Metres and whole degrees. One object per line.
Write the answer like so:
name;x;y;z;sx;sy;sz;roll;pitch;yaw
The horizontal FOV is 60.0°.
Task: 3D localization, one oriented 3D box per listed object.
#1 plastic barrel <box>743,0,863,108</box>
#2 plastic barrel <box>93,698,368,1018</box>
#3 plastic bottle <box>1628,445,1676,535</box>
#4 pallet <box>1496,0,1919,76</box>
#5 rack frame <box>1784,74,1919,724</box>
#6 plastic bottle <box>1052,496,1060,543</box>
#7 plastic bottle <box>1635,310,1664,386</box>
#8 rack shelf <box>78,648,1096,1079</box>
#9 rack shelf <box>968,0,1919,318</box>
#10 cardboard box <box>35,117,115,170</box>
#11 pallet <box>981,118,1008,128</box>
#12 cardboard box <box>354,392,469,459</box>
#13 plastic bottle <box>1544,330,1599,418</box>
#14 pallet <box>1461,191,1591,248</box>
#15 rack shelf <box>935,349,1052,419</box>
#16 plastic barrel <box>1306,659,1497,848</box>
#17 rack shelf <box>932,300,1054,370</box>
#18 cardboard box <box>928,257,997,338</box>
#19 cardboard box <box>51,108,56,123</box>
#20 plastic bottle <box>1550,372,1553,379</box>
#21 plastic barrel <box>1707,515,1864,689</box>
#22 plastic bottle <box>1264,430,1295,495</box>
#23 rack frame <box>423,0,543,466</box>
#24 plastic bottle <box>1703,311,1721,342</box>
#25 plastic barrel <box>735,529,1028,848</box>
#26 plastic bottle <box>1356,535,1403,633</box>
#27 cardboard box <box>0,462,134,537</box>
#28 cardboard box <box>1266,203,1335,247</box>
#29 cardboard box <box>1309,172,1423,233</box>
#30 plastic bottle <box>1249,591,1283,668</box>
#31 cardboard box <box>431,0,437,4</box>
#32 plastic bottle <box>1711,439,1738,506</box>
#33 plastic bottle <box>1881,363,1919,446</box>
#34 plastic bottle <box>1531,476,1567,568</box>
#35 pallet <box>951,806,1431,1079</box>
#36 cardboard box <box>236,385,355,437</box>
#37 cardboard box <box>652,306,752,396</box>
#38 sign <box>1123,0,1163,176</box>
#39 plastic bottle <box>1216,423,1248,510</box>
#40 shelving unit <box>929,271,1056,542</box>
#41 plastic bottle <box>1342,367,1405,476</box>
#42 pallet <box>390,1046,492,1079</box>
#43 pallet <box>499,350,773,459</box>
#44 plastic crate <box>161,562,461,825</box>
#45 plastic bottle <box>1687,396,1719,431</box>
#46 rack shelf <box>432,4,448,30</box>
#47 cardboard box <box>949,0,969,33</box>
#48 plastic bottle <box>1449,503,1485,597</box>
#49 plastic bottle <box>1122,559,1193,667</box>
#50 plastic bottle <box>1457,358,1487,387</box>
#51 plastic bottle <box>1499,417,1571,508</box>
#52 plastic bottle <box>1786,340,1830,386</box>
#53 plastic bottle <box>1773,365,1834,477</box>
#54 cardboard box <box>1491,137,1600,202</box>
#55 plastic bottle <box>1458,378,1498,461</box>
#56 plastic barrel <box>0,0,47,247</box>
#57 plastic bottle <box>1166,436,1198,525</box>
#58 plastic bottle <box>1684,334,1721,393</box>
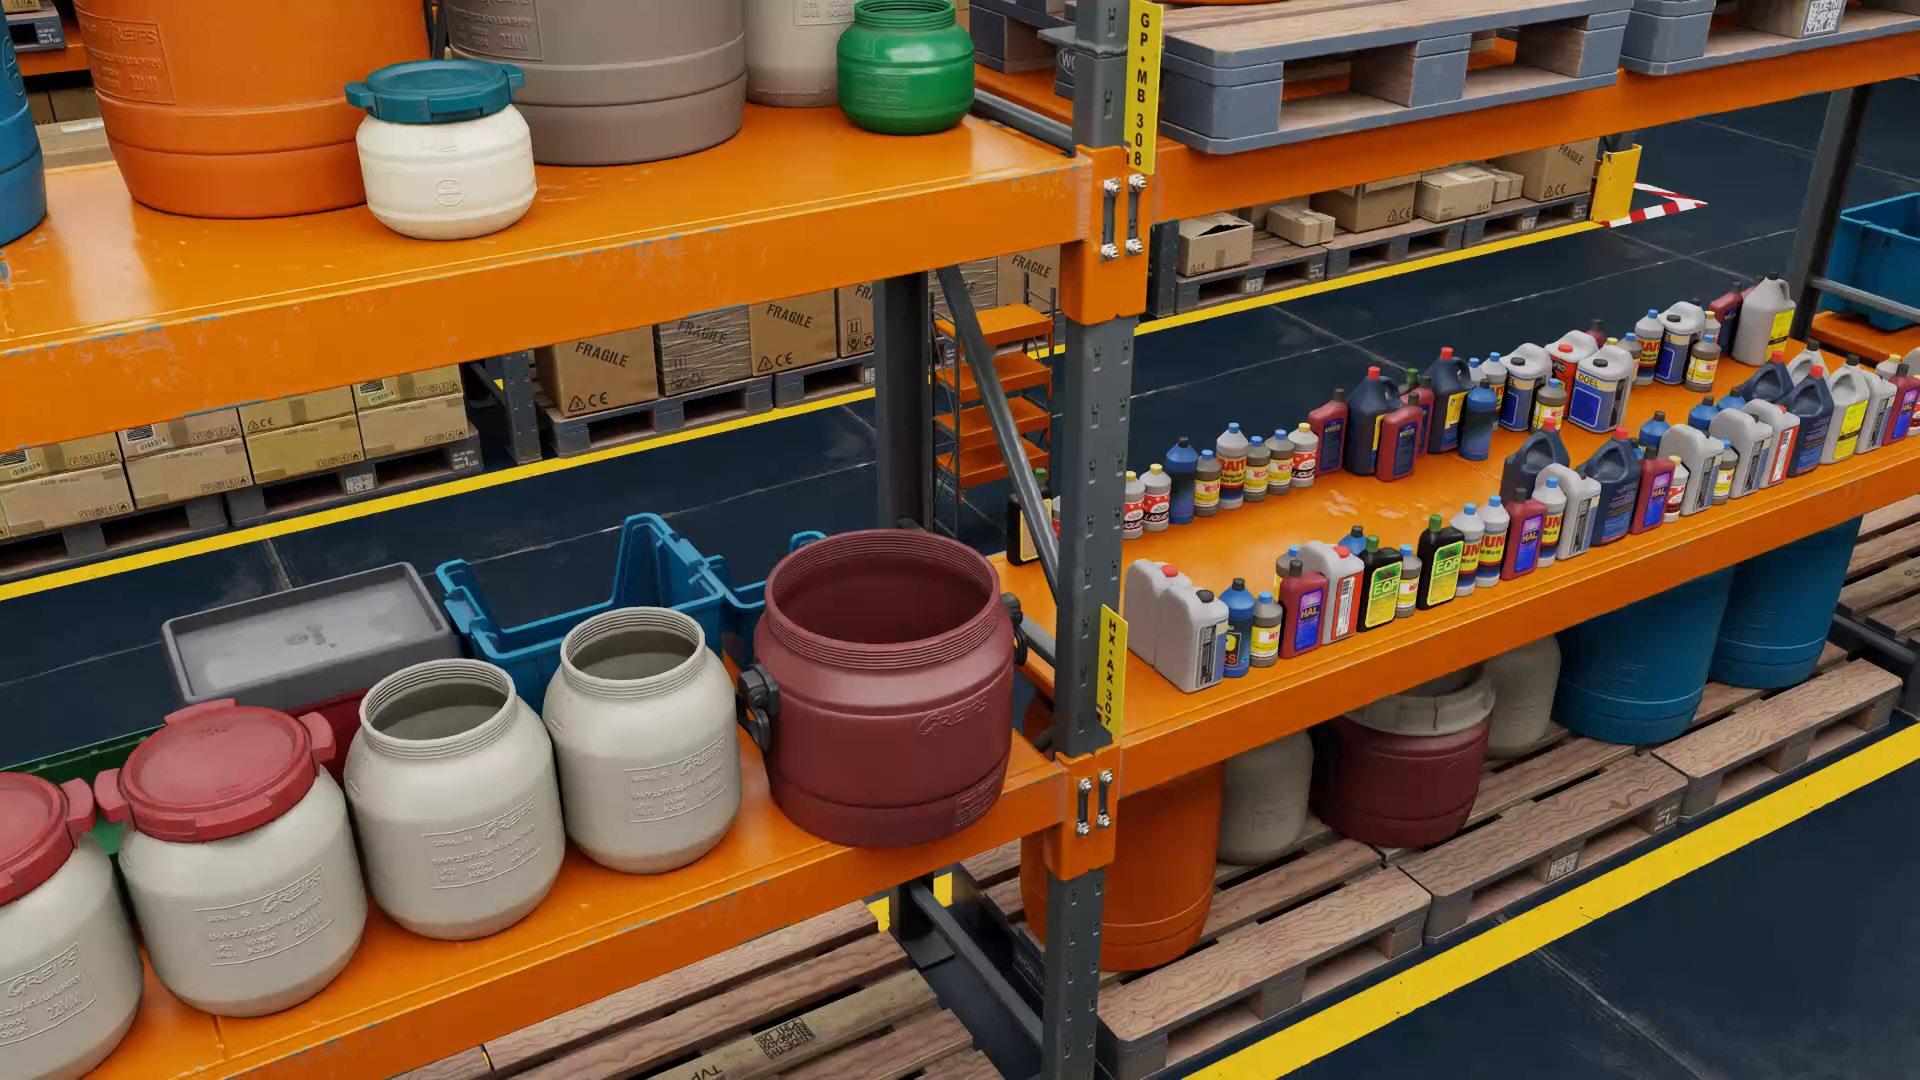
plastic barrel;-0.351;-1.258;3.705;0.421;0.512;0.421;0;29;0
plastic barrel;-1.435;0.647;3.333;0.433;0.535;0.433;0;29;0
plastic bottle;2.102;-0.163;5.062;0.133;0.283;0.061;-16;33;-26
pallet;1.918;-1.543;4.532;1.213;0.211;1.003;-16;33;-26
rack frame;3.520;-0.823;6.138;0.127;3.000;1.000;-16;33;-26
plastic bottle;0.313;-0.055;4.950;0.097;0.201;0.097;0;29;0
plastic bottle;2.499;-0.706;6.058;0.097;0.271;0.097;0;29;0
rack shelf;-1.653;0.960;3.650;4.000;0.370;1.077;-16;33;-26
rack shelf;1.796;-1.332;4.700;4.000;0.370;1.077;-16;33;-26
cardboard box;-3.873;-1.535;7.323;0.500;0.500;0.500;-18;34;-29
pallet;0.270;-2.654;9.653;1.213;0.211;1.003;-16;33;-26
cardboard box;-2.765;-0.658;8.250;0.500;0.250;0.500;-15;32;-25
plastic bottle;2.130;-0.588;5.839;0.135;0.276;0.152;-16;33;-26
pallet;3.710;-2.432;11.938;1.213;0.211;1.003;-16;33;-26
rack shelf;0.143;-0.703;7.458;0.480;0.148;0.258;-16;33;-26
plastic barrel;1.458;0.624;5.575;0.708;0.588;0.600;-16;33;-26
rack shelf;0.143;-0.910;7.344;0.480;0.148;0.258;-16;33;-26
cardboard box;-0.129;-1.506;9.506;0.500;0.500;0.500;-15;32;-26
cardboard box;-6.459;-2.661;11.598;0.500;0.500;0.700;-16;33;-27
plastic bottle;2.016;-0.538;5.827;0.097;0.201;0.097;0;29;0
plastic barrel;3.043;0.037;6.315;0.708;0.901;0.600;-16;33;-26
plastic bottle;1.016;-0.254;5.312;0.097;0.201;0.097;0;29;0
rack frame;-2.435;-1.909;8.104;0.127;3.000;1.000;-16;33;-26
plastic bottle;2.783;-0.756;6.221;0.097;0.201;0.097;0;29;0
plastic barrel;-0.175;0.336;3.896;0.708;0.536;0.600;-16;33;-26
plastic bottle;1.146;0.108;4.570;0.133;0.283;0.061;-16;33;-26
cardboard box;-4.084;-0.282;7.567;0.500;0.250;0.500;-15;32;-25
cardboard box;2.226;-2.069;10.871;0.250;0.166;0.380;-16;33;-26
cardboard box;2.631;-2.450;11.213;0.637;0.503;0.797;-16;33;-26
plastic bottle;0.806;0.231;4.433;0.097;0.201;0.097;0;29;0
cardboard box;-3.898;-4.055;12.233;0.250;0.149;0.380;-16;33;-27
plastic bottle;2.392;-0.220;5.249;0.097;0.201;0.097;0;29;0
plastic bottle;3.168;-0.466;5.610;0.133;0.283;0.061;-16;33;-26
plastic bottle;1.718;-0.059;4.886;0.097;0.271;0.097;0;29;0
pallet;0.730;1.166;5.418;1.213;0.211;1.003;-16;33;-26
cardboard box;-3.206;-0.774;7.878;0.500;0.311;0.500;-16;33;-27
cardboard box;-1.449;-1.130;8.825;0.500;0.500;0.500;-17;33;-28
sign;0.356;-0.884;3.252;0.005;0.325;0.100;-16;33;-26
plastic bottle;0.848;-0.237;5.209;0.097;0.271;0.097;0;29;0
shelving unit;0.143;-0.566;7.534;0.503;1.200;0.258;-16;33;-26
plastic bottle;1.348;-0.401;5.423;0.185;0.351;0.144;-16;33;-26
pallet;-1.667;1.847;4.185;1.213;0.211;1.003;-16;33;-26
pallet;-1.772;-0.855;9.081;1.213;0.211;1.003;-16;33;-26
plastic crate;-1.477;0.396;3.862;0.583;0.464;0.402;-16;33;-26
plastic bottle;2.399;-0.338;5.390;0.097;0.271;0.097;0;29;0
rack shelf;-3.223;-4.146;12.903;4.000;0.370;1.077;-16;33;-26
cardboard box;-0.068;-2.898;9.359;0.500;0.500;0.700;-11;31;-19
plastic bottle;1.435;0.021;4.740;0.097;0.271;0.097;0;29;0
plastic bottle;0.531;0.175;4.456;0.135;0.276;0.152;-16;33;-26
plastic bottle;1.732;-0.488;5.664;0.097;0.271;0.097;0;29;0
plastic bottle;1.751;-0.201;5.061;0.185;0.351;0.144;-16;33;-26
plastic bottle;2.821;-0.501;5.604;0.185;0.351;0.144;-16;33;-26
plastic bottle;2.734;-0.395;5.413;0.185;0.351;0.144;-16;33;-26
cardboard box;4.119;-2.730;11.723;0.500;0.500;0.500;-16;33;-26
plastic bottle;1.721;-0.404;5.512;0.097;0.271;0.097;0;29;0
plastic barrel;-1.921;-0.933;2.713;0.708;0.901;0.600;-16;33;-26
plastic bottle;0.680;-0.190;5.122;0.097;0.271;0.097;0;29;0
plastic bottle;2.692;-0.645;6.020;0.097;0.201;0.097;0;29;0
